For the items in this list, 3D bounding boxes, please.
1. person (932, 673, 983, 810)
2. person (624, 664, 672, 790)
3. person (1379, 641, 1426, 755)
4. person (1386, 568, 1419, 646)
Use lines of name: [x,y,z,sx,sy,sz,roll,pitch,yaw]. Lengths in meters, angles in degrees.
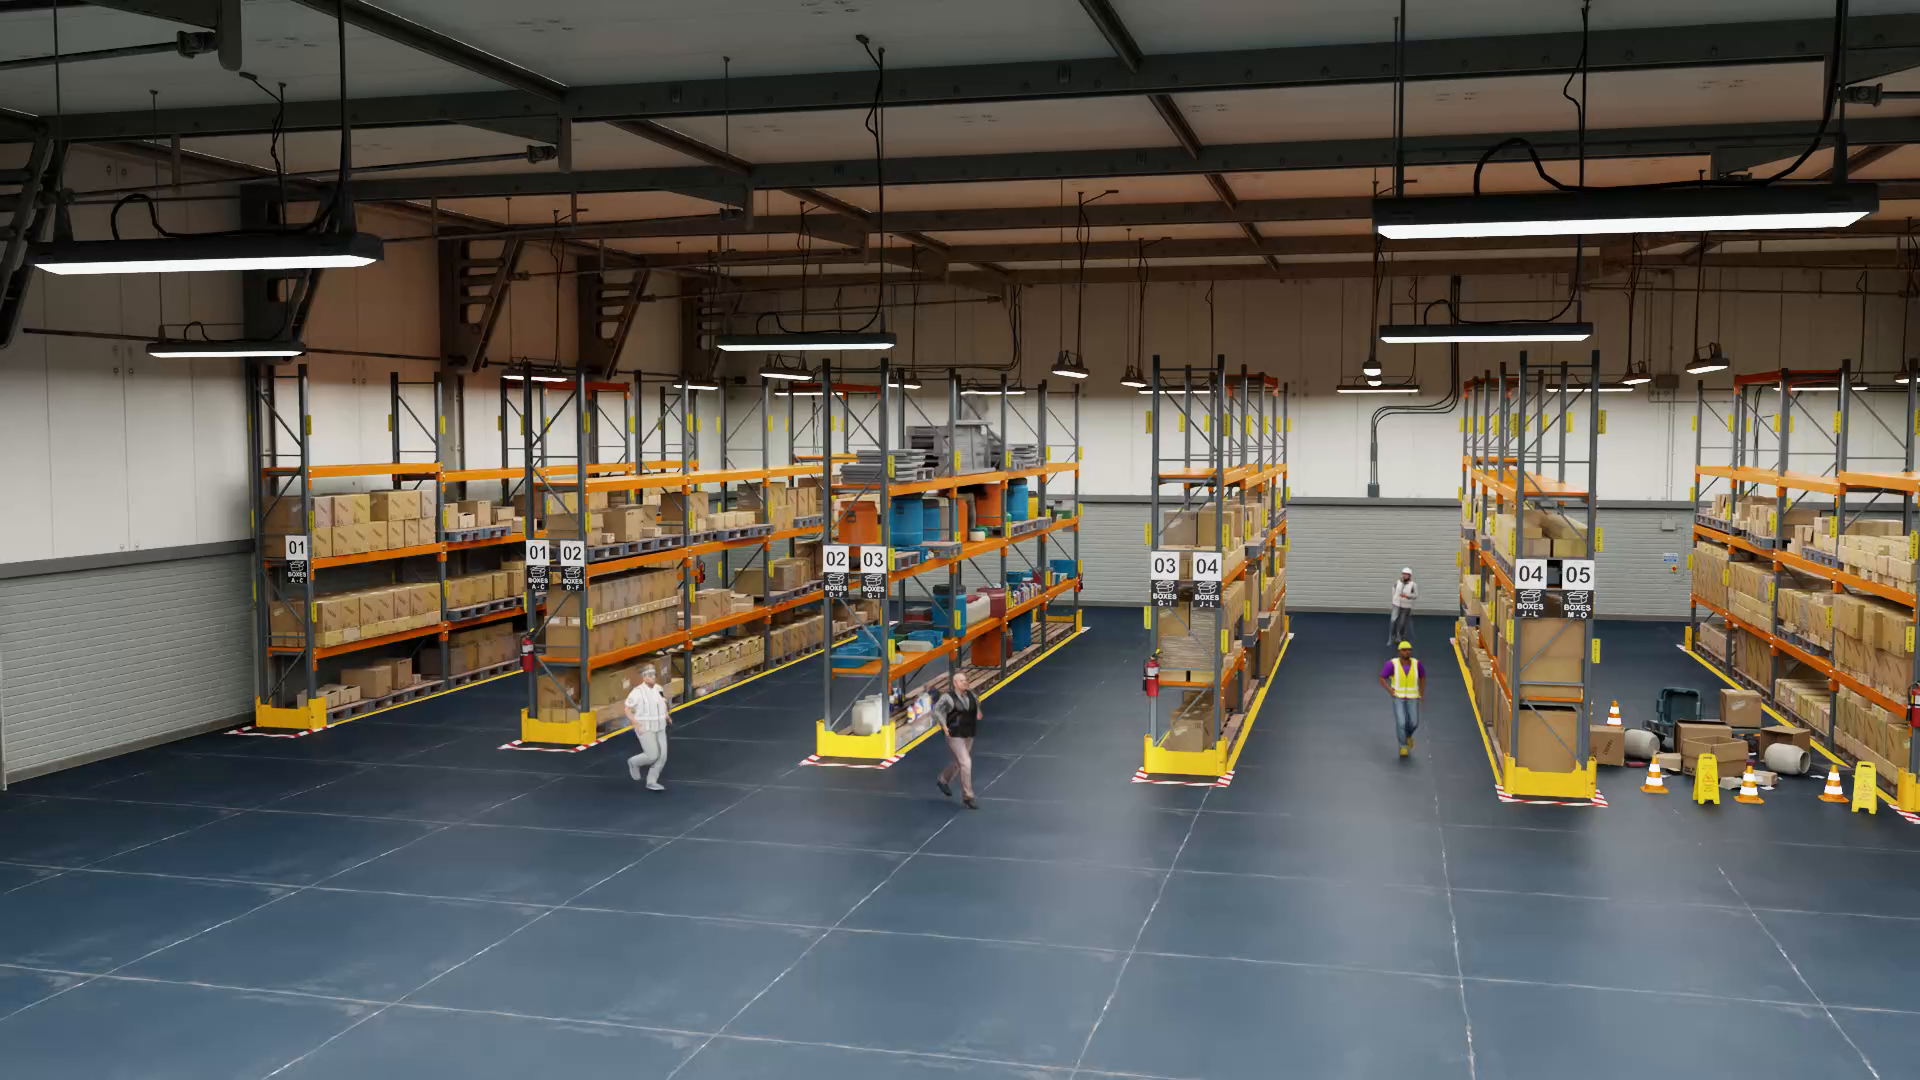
person: [0.007,2.623,21.988,0.641,1.749,0.892,-3,5,-42]
person: [-4.257,2.566,22.861,0.592,1.731,0.679,3,5,41]
person: [6.743,2.392,25.303,0.706,1.728,0.575,0,4,4]
person: [10.125,1.528,37.896,0.674,1.819,0.746,2,4,26]
